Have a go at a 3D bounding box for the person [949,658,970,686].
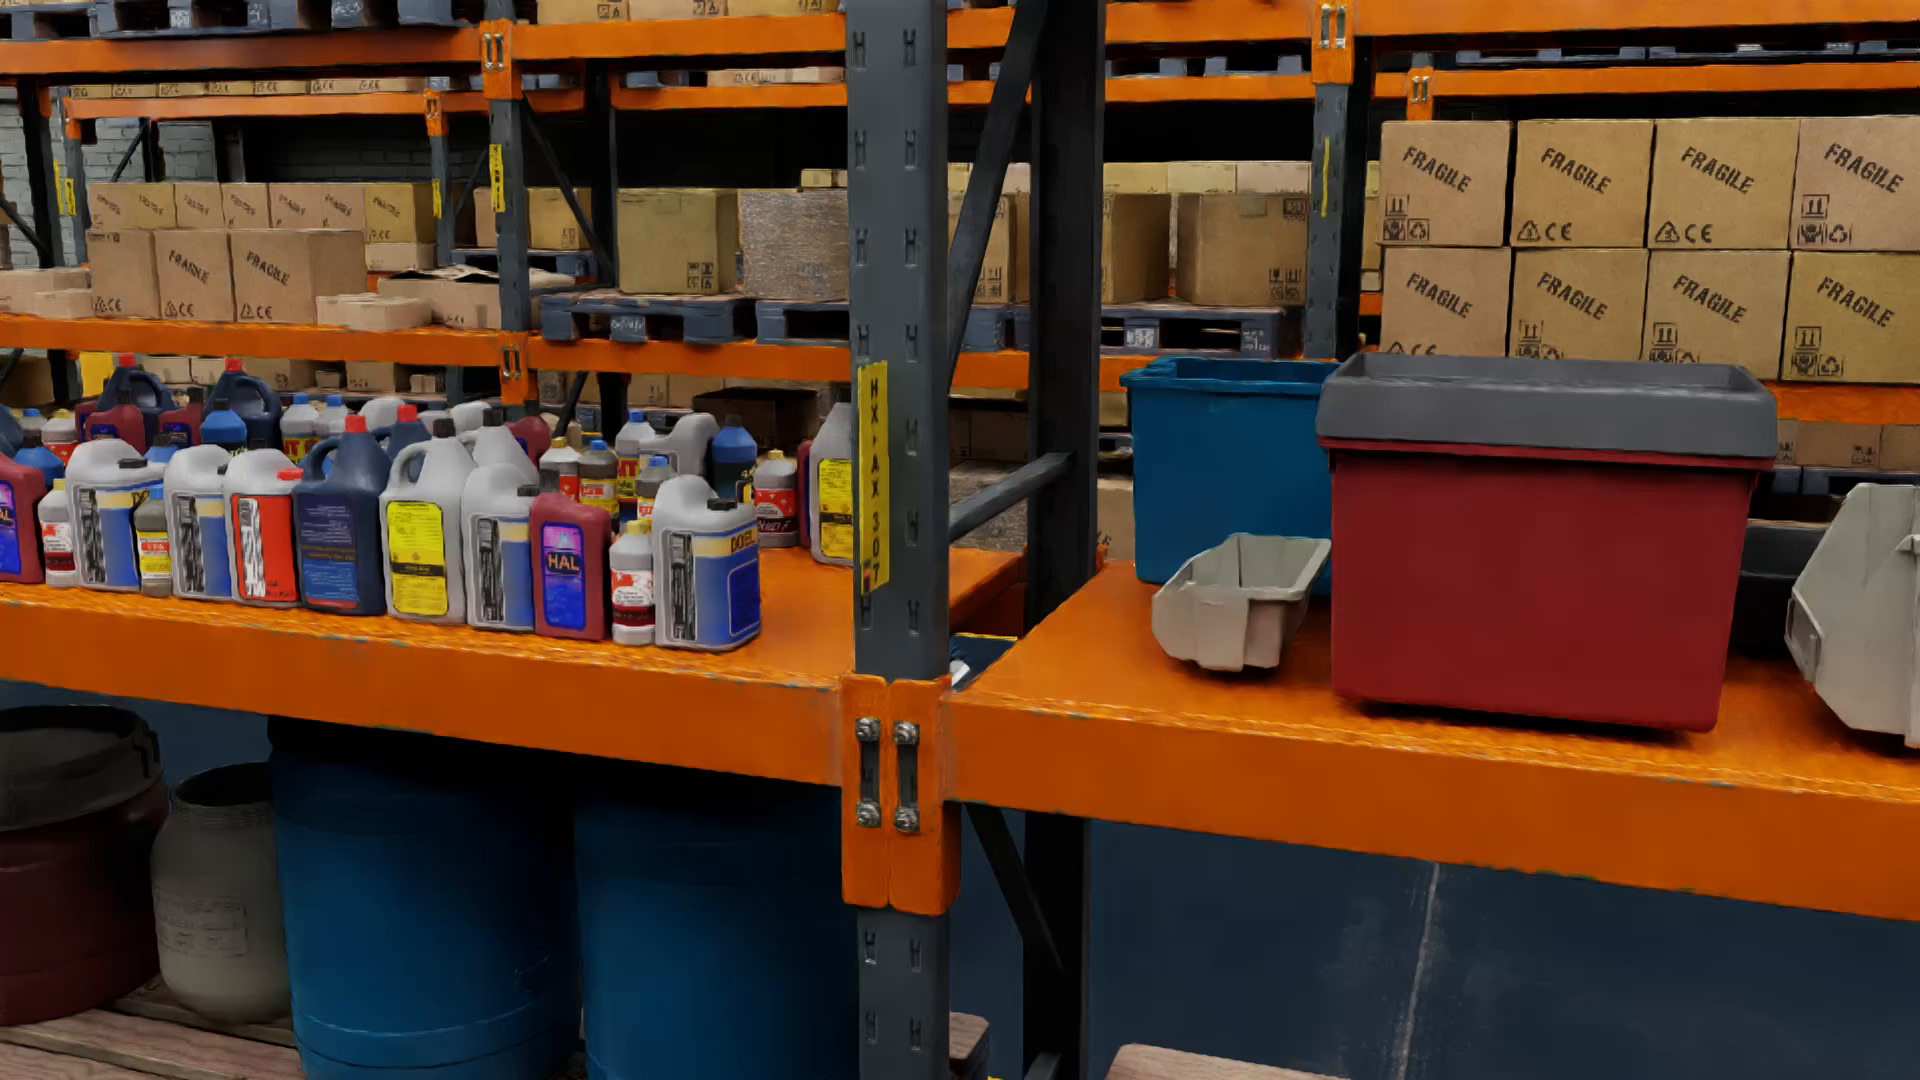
[{"bbox_3d":[-0.279,0.002,6.509,0.812,1.332,0.419,6,14,27],"label":"person"}]
